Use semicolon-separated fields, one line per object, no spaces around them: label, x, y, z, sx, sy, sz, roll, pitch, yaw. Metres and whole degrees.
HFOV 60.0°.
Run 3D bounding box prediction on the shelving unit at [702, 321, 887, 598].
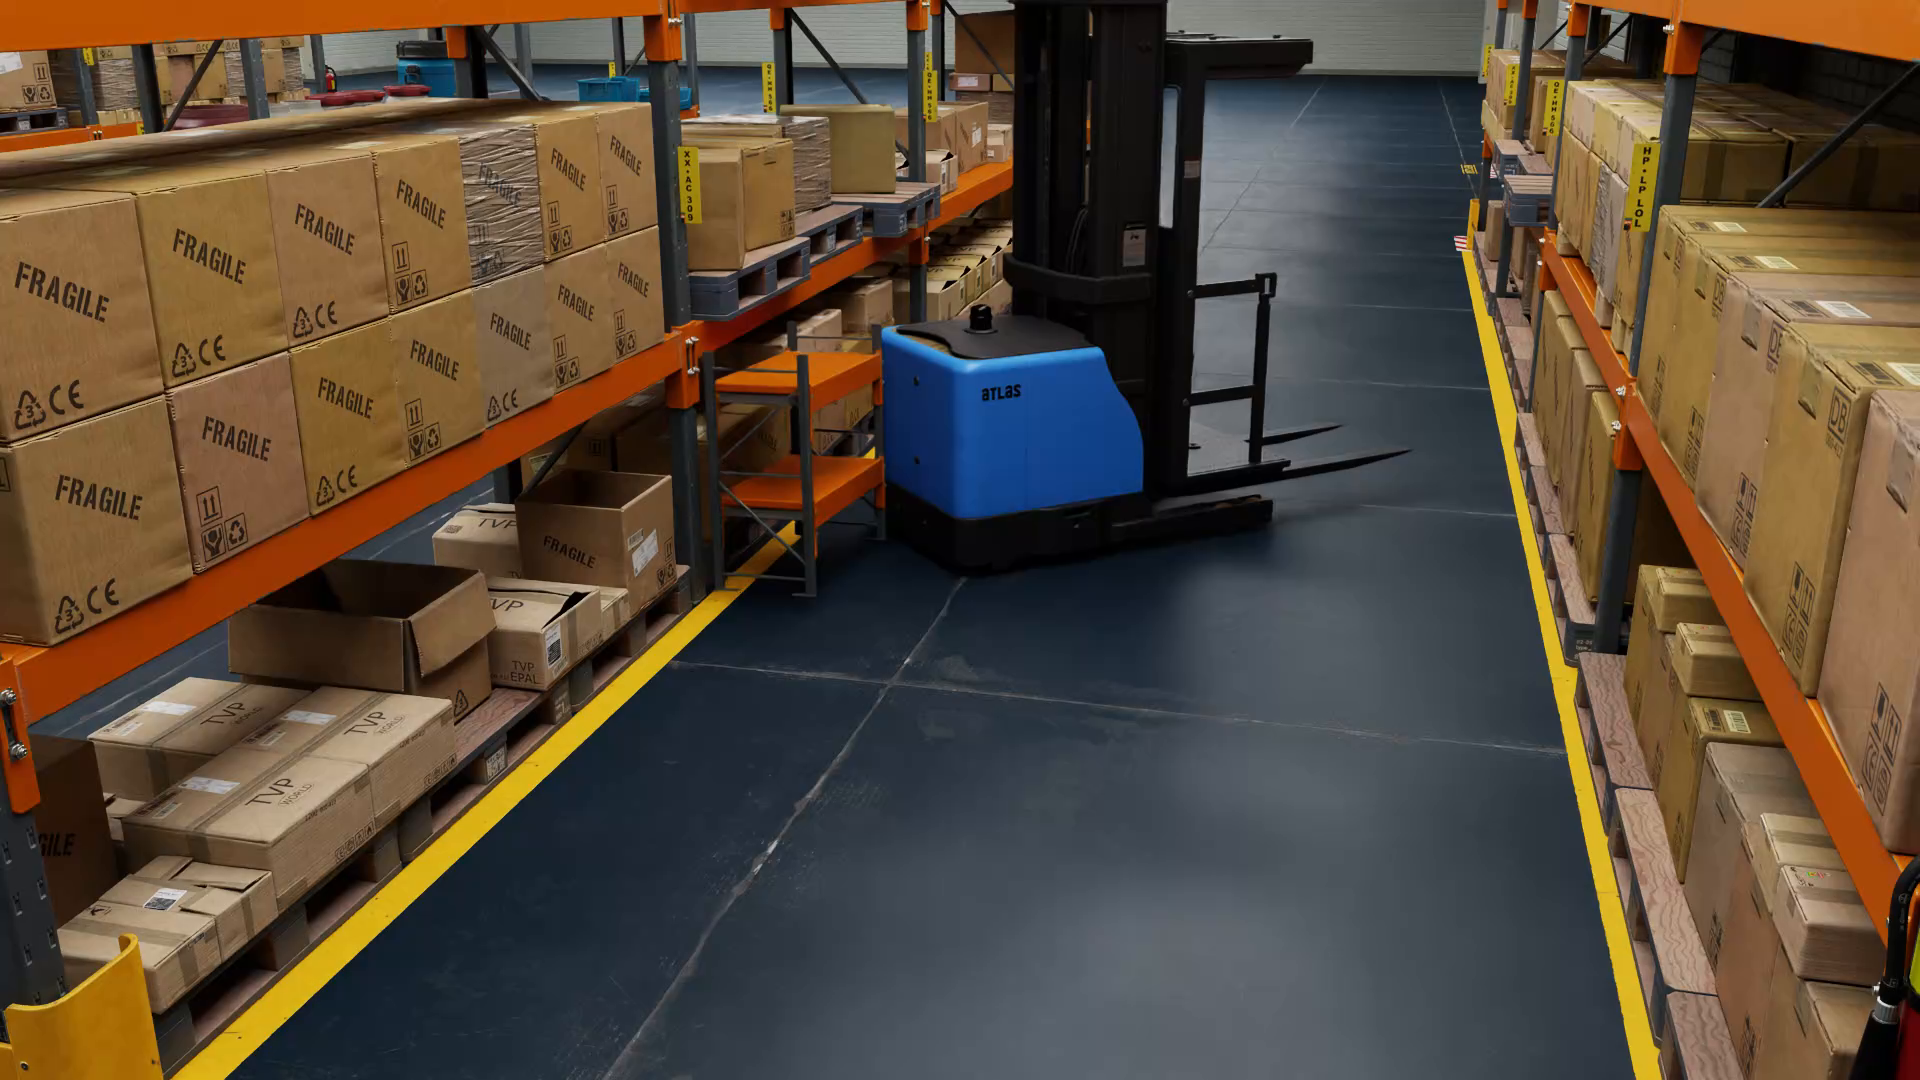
shelving unit;-0.773;-0.427;8.083;0.538;1.125;1.048;4;16;16

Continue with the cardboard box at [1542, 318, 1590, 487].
cardboard box;3.552;-0.718;8.826;0.750;0.750;0.750;5;19;13

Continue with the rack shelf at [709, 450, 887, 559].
rack shelf;-0.770;-0.191;8.148;0.538;0.278;1.000;4;16;16

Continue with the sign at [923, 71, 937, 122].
sign;-0.197;-2.892;10.844;0.100;0.325;0.005;5;19;13

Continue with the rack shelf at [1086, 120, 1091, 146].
rack shelf;0.740;-3.961;16.758;1.077;0.370;4.000;5;19;13

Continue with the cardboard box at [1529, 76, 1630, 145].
cardboard box;4.899;-3.384;13.118;0.700;0.500;0.500;5;19;14

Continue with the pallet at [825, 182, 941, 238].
pallet;-0.823;-2.112;10.528;1.213;0.211;1.003;5;19;13

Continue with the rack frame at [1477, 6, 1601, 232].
rack frame;6.034;-4.539;17.335;1.000;3.000;0.127;5;19;13

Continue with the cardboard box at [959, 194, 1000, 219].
cardboard box;0.287;-3.246;15.994;0.500;0.500;0.500;5;19;13

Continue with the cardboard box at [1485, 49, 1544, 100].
cardboard box;5.625;-4.706;16.866;0.500;0.500;0.500;5;19;13

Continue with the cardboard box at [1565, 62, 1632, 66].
cardboard box;5.504;-3.871;14.421;0.500;0.500;0.500;5;19;13

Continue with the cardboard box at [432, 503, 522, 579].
cardboard box;-2.015;0.011;7.493;0.500;0.311;0.500;5;19;13

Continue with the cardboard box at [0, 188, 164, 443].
cardboard box;-2.316;-0.552;3.963;0.500;0.500;0.500;5;20;15

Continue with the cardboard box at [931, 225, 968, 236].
cardboard box;-0.218;-2.572;14.312;0.500;0.311;0.500;4;19;13

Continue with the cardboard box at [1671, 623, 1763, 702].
cardboard box;2.432;0.383;5.141;0.380;0.149;0.250;4;19;12

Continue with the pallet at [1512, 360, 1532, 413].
pallet;4.271;-0.956;11.161;1.003;0.211;1.213;5;19;13

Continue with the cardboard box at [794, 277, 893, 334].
cardboard box;-0.736;-1.472;10.382;0.500;0.250;0.500;5;20;15

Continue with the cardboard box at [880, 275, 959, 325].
cardboard box;-0.313;-1.725;11.834;0.500;0.311;0.500;5;20;15

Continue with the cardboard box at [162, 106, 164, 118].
cardboard box;-8.849;-4.620;17.962;0.380;0.149;0.250;5;19;13

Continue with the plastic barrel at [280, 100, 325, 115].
plastic barrel;-5.381;-3.338;13.646;0.421;0.512;0.421;0;19;0

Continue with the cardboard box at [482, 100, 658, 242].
cardboard box;-1.575;-1.509;6.763;0.500;0.500;0.500;5;19;14

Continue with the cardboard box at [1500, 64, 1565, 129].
cardboard box;4.872;-3.751;14.069;0.500;0.500;0.500;5;19;13

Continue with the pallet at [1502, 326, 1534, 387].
pallet;4.571;-1.338;12.277;1.003;0.211;1.213;5;19;13

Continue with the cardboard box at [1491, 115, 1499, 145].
cardboard box;5.116;-3.710;15.110;0.500;0.250;0.500;5;19;13

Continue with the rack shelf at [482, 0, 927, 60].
rack shelf;-1.214;-2.873;8.932;1.077;0.370;4.000;5;19;13

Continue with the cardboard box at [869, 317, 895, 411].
cardboard box;-0.726;-1.135;10.556;0.500;0.500;0.500;5;20;16

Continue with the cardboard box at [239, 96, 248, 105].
cardboard box;-8.535;-5.095;19.351;0.380;0.149;0.250;5;19;13

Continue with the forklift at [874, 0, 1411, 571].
forklift;1.089;-1.557;8.711;3.031;2.935;1.130;-10;21;-26

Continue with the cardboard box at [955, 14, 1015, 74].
cardboard box;0.354;-4.476;14.989;0.700;0.500;0.500;5;19;14

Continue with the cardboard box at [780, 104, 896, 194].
cardboard box;-0.770;-2.461;10.448;0.700;0.500;0.500;-2;19;-5

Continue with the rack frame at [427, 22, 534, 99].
rack frame;-4.551;-4.067;15.955;1.000;3.000;0.127;5;19;13

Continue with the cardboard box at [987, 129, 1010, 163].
cardboard box;0.215;-3.321;13.979;0.396;0.266;0.258;4;19;12

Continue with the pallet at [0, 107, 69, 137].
pallet;-9.681;-4.140;16.463;1.003;0.211;1.213;5;19;13

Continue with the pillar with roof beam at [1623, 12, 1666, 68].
pillar with roof beam;2.527;-7.430;16.518;9.100;9.000;0.400;5;19;13

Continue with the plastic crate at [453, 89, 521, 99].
plastic crate;-4.372;-3.922;15.429;0.402;0.464;0.583;5;19;13

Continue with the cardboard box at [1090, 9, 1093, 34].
cardboard box;1.090;-5.428;17.777;0.700;0.500;0.500;5;19;14

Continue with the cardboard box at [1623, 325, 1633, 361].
cardboard box;2.910;-0.796;6.736;0.380;0.149;0.250;5;19;14

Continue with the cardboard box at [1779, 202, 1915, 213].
cardboard box;3.458;-1.099;6.619;0.500;0.500;0.500;4;19;12

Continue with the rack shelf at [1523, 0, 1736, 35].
rack shelf;4.568;-3.737;11.460;1.077;0.370;4.000;5;19;13

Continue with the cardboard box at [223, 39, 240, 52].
cardboard box;-8.512;-5.868;19.064;0.500;0.500;0.500;5;19;13

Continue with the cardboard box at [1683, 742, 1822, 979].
cardboard box;2.443;0.919;4.575;0.700;0.500;0.500;4;19;12

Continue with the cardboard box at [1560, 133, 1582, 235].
cardboard box;3.575;-1.933;9.061;0.500;0.500;0.500;5;20;15

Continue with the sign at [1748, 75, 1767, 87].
sign;4.618;-2.536;9.681;0.100;0.325;0.005;5;19;13

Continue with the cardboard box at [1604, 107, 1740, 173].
cardboard box;3.227;-1.816;7.557;0.500;0.250;0.500;5;19;14

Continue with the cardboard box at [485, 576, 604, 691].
cardboard box;-1.750;0.333;6.552;0.500;0.311;0.500;5;19;13

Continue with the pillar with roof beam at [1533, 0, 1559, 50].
pillar with roof beam;5.459;-11.191;27.530;9.100;9.000;0.400;5;19;13

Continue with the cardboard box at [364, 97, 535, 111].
cardboard box;-2.091;-1.562;6.920;0.500;0.500;0.500;5;20;15

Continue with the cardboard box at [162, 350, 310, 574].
cardboard box;-2.195;-0.241;4.599;0.500;0.500;0.500;4;19;13

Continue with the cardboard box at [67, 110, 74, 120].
cardboard box;-9.516;-4.508;17.633;0.380;0.149;0.250;5;19;13

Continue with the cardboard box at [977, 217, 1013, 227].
cardboard box;0.431;-2.688;14.654;0.500;0.311;0.500;5;19;13

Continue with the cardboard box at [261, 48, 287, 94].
cardboard box;-8.543;-5.564;19.721;0.875;0.500;0.500;5;19;13

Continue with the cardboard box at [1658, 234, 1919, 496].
cardboard box;2.770;-0.522;5.112;0.980;0.700;0.700;4;19;12

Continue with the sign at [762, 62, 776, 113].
sign;-1.265;-3.012;11.074;0.100;0.325;0.005;5;19;13
